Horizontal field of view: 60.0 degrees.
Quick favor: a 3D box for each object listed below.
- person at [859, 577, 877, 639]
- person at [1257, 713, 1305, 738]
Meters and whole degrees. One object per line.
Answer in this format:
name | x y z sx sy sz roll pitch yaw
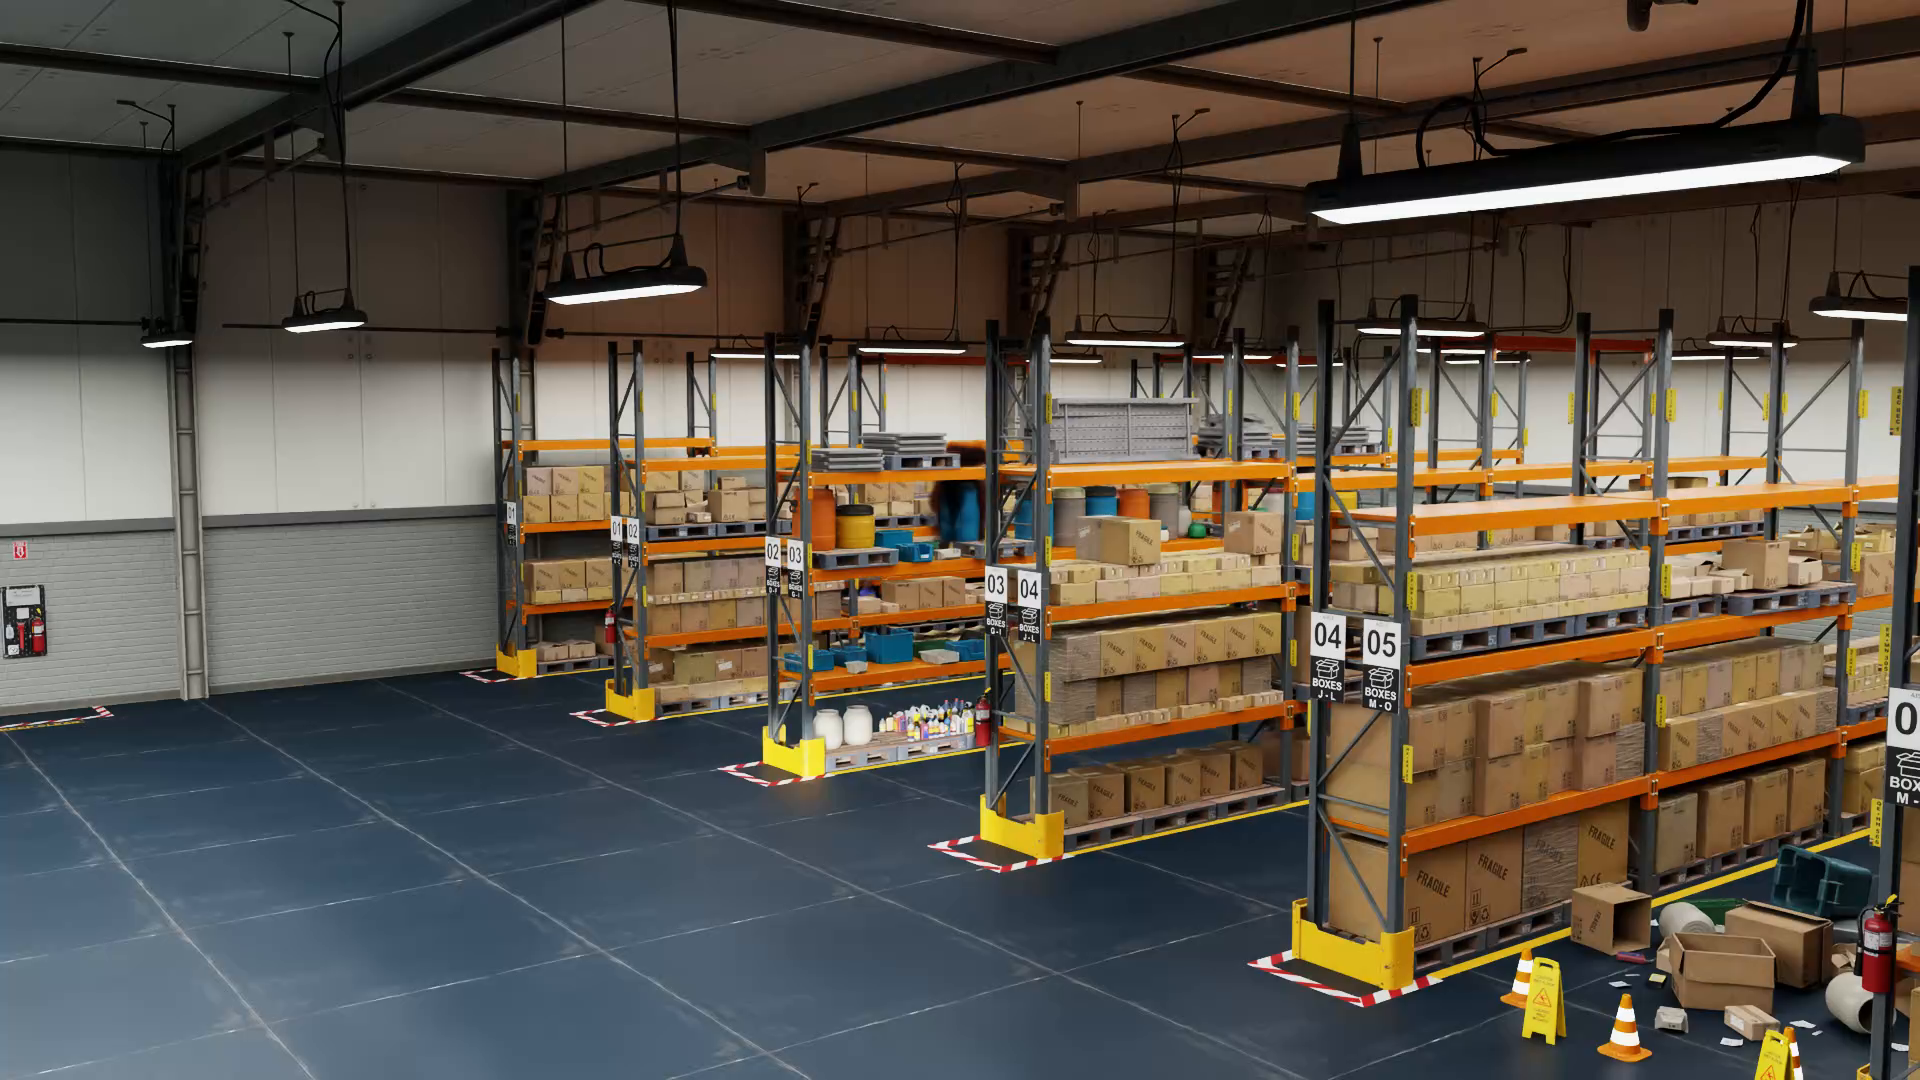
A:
person | -1.742 1.531 31.914 0.396 1.646 0.511 4 6 37
person | 4.751 2.170 24.137 0.919 1.714 0.604 -4 6 -36
